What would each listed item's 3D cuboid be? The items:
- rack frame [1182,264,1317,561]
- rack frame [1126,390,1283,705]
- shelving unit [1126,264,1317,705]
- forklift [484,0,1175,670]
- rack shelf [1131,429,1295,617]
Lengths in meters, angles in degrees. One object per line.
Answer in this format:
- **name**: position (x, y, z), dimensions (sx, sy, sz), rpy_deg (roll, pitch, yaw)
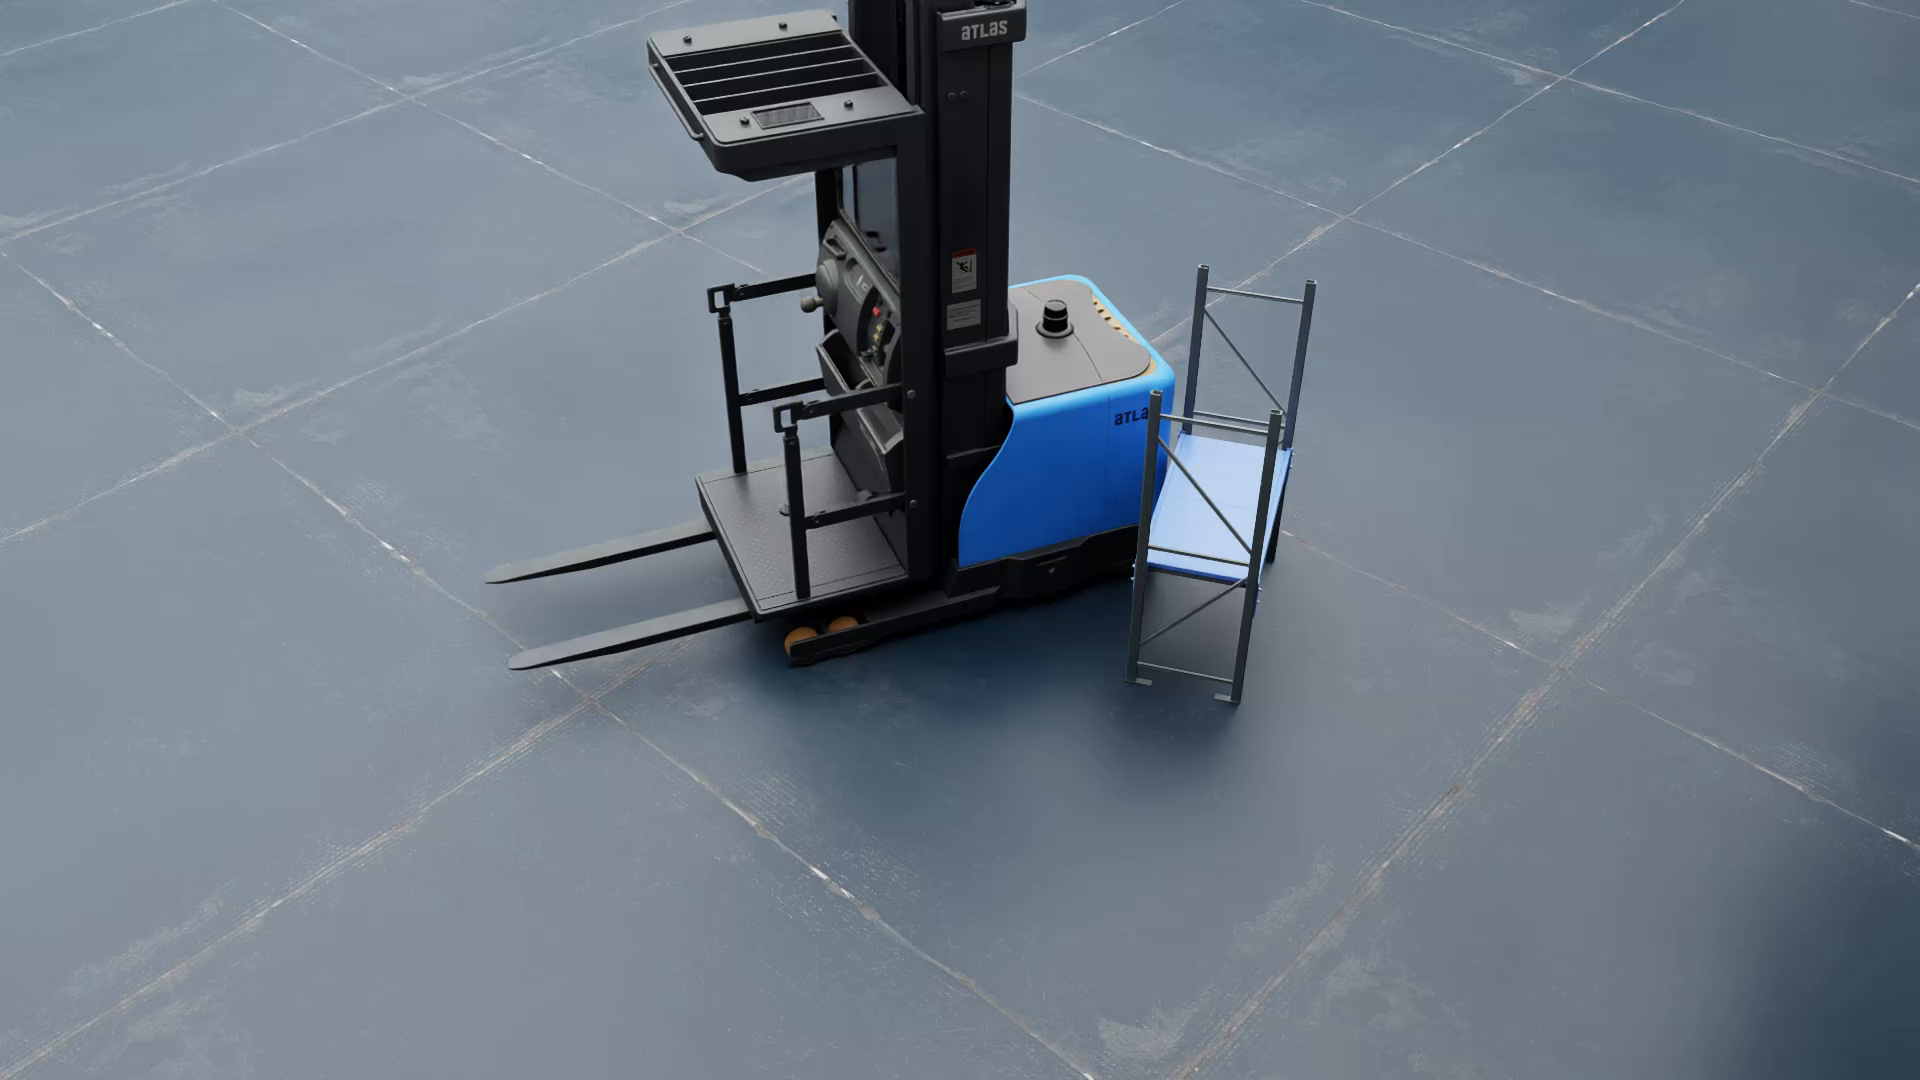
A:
- **rack frame**: position (1.259, -0.540, 7.507), dimensions (0.500, 1.500, 0.032), rpy_deg (11, 40, 13)
- **rack frame**: position (0.967, 0.066, 6.745), dimensions (0.500, 1.500, 0.032), rpy_deg (11, 40, 13)
- **shelving unit**: position (1.113, -0.237, 7.126), dimensions (0.538, 1.500, 1.048), rpy_deg (11, 40, 13)
- **forklift**: position (-0.613, -0.971, 6.900), dimensions (3.031, 2.935, 1.130), rpy_deg (-14, 41, -17)
- **rack shelf**: position (1.113, -0.096, 7.238), dimensions (0.538, 0.185, 1.000), rpy_deg (11, 40, 13)
